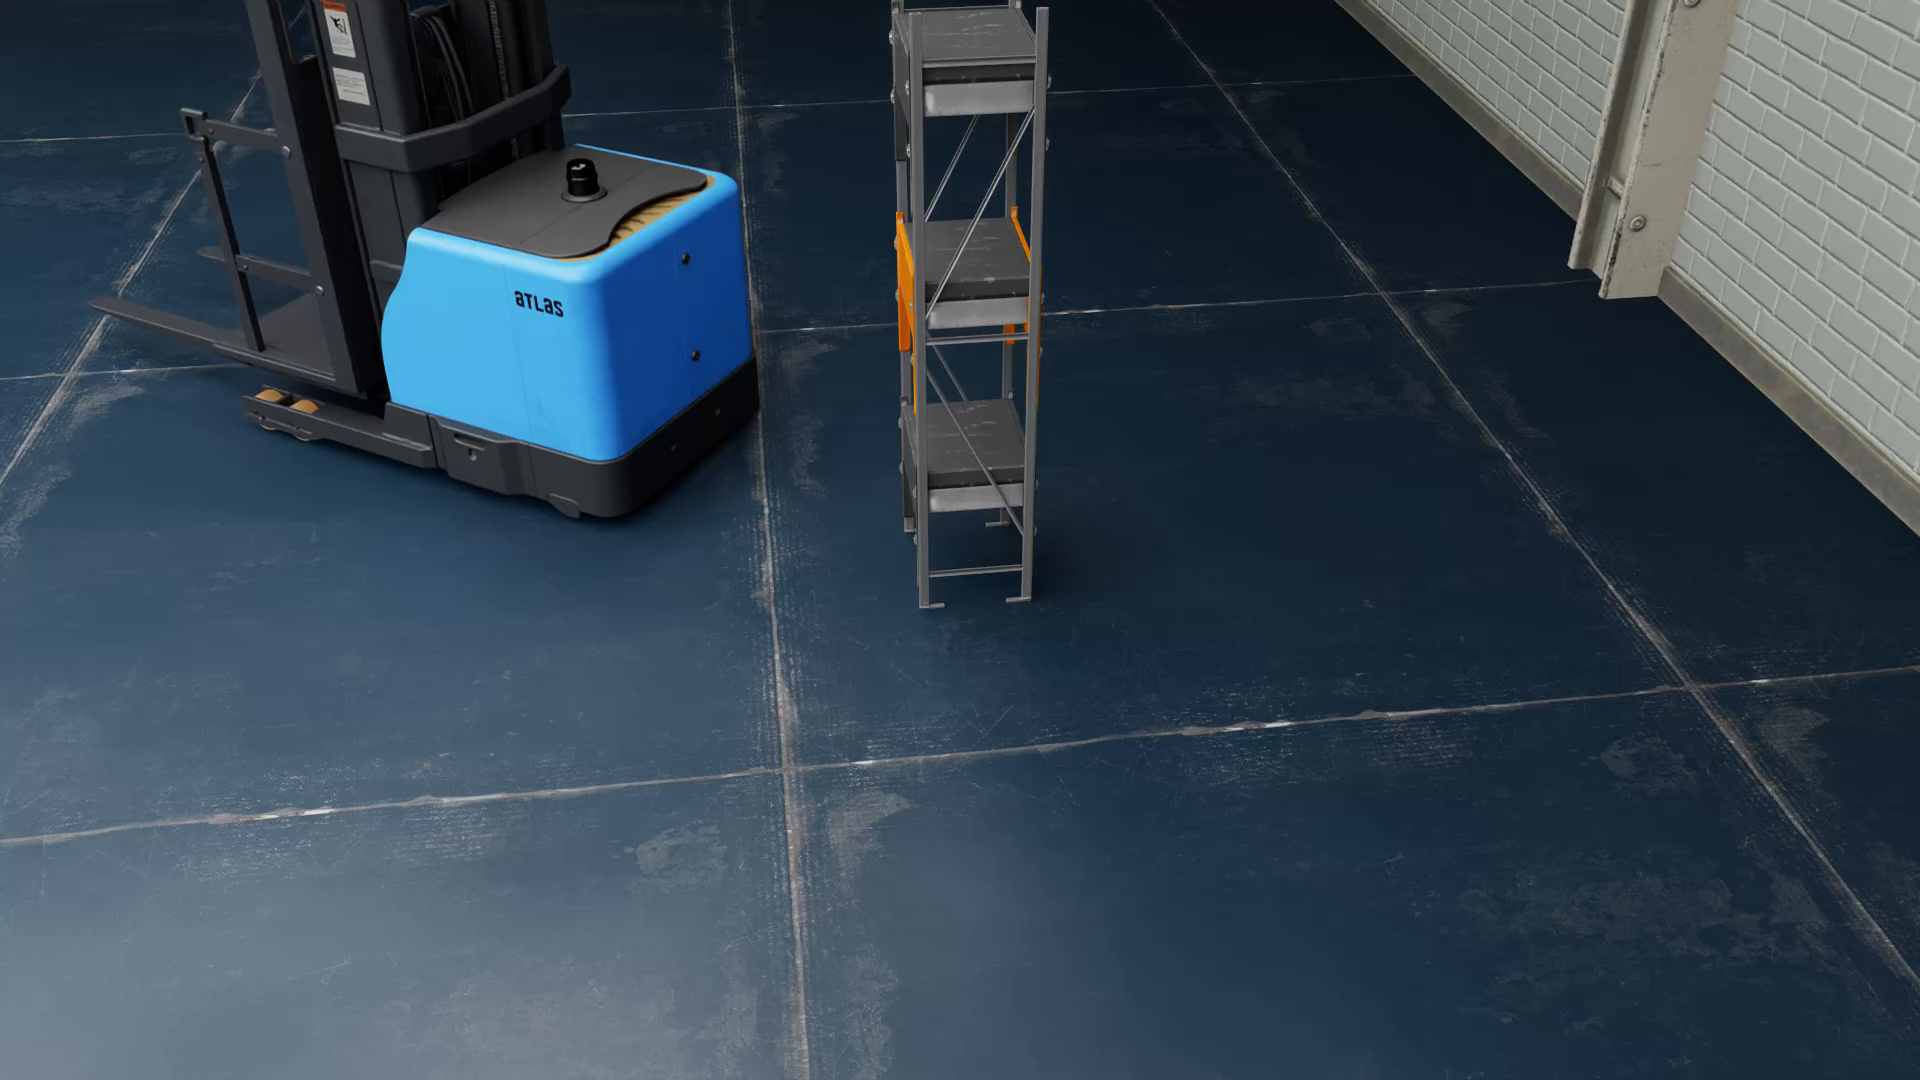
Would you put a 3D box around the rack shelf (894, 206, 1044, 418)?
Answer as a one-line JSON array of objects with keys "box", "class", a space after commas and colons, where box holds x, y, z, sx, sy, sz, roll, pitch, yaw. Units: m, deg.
[{"box": [0.022, -0.764, 5.531, 0.431, 0.518, 0.480, -4, 35, -6], "class": "rack shelf"}]

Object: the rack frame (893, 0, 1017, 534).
[{"box": [-0.011, -0.911, 5.723, 0.400, 2.100, 0.015, -4, 35, -6], "class": "rack frame"}]

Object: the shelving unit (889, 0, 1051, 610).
[{"box": [0.022, -0.775, 5.523, 0.431, 2.100, 0.503, -4, 35, -6], "class": "shelving unit"}]

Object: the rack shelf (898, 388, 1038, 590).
[{"box": [0.022, -0.186, 5.925, 0.431, 0.518, 0.480, -4, 35, -6], "class": "rack shelf"}]

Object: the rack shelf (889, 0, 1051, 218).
[{"box": [0.022, -1.342, 5.137, 0.431, 0.518, 0.480, -4, 35, -6], "class": "rack shelf"}]

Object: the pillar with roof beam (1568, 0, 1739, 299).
[{"box": [-1.070, -4.665, 5.105, 9.100, 9.000, 0.400, -4, 35, -6], "class": "pillar with roof beam"}]

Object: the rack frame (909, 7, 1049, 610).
[{"box": [0.055, -0.639, 5.323, 0.400, 2.100, 0.015, -4, 35, -6], "class": "rack frame"}]

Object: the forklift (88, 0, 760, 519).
[{"box": [-2.388, -1.865, 6.384, 3.031, 2.935, 1.130, 16, 37, 22], "class": "forklift"}]
